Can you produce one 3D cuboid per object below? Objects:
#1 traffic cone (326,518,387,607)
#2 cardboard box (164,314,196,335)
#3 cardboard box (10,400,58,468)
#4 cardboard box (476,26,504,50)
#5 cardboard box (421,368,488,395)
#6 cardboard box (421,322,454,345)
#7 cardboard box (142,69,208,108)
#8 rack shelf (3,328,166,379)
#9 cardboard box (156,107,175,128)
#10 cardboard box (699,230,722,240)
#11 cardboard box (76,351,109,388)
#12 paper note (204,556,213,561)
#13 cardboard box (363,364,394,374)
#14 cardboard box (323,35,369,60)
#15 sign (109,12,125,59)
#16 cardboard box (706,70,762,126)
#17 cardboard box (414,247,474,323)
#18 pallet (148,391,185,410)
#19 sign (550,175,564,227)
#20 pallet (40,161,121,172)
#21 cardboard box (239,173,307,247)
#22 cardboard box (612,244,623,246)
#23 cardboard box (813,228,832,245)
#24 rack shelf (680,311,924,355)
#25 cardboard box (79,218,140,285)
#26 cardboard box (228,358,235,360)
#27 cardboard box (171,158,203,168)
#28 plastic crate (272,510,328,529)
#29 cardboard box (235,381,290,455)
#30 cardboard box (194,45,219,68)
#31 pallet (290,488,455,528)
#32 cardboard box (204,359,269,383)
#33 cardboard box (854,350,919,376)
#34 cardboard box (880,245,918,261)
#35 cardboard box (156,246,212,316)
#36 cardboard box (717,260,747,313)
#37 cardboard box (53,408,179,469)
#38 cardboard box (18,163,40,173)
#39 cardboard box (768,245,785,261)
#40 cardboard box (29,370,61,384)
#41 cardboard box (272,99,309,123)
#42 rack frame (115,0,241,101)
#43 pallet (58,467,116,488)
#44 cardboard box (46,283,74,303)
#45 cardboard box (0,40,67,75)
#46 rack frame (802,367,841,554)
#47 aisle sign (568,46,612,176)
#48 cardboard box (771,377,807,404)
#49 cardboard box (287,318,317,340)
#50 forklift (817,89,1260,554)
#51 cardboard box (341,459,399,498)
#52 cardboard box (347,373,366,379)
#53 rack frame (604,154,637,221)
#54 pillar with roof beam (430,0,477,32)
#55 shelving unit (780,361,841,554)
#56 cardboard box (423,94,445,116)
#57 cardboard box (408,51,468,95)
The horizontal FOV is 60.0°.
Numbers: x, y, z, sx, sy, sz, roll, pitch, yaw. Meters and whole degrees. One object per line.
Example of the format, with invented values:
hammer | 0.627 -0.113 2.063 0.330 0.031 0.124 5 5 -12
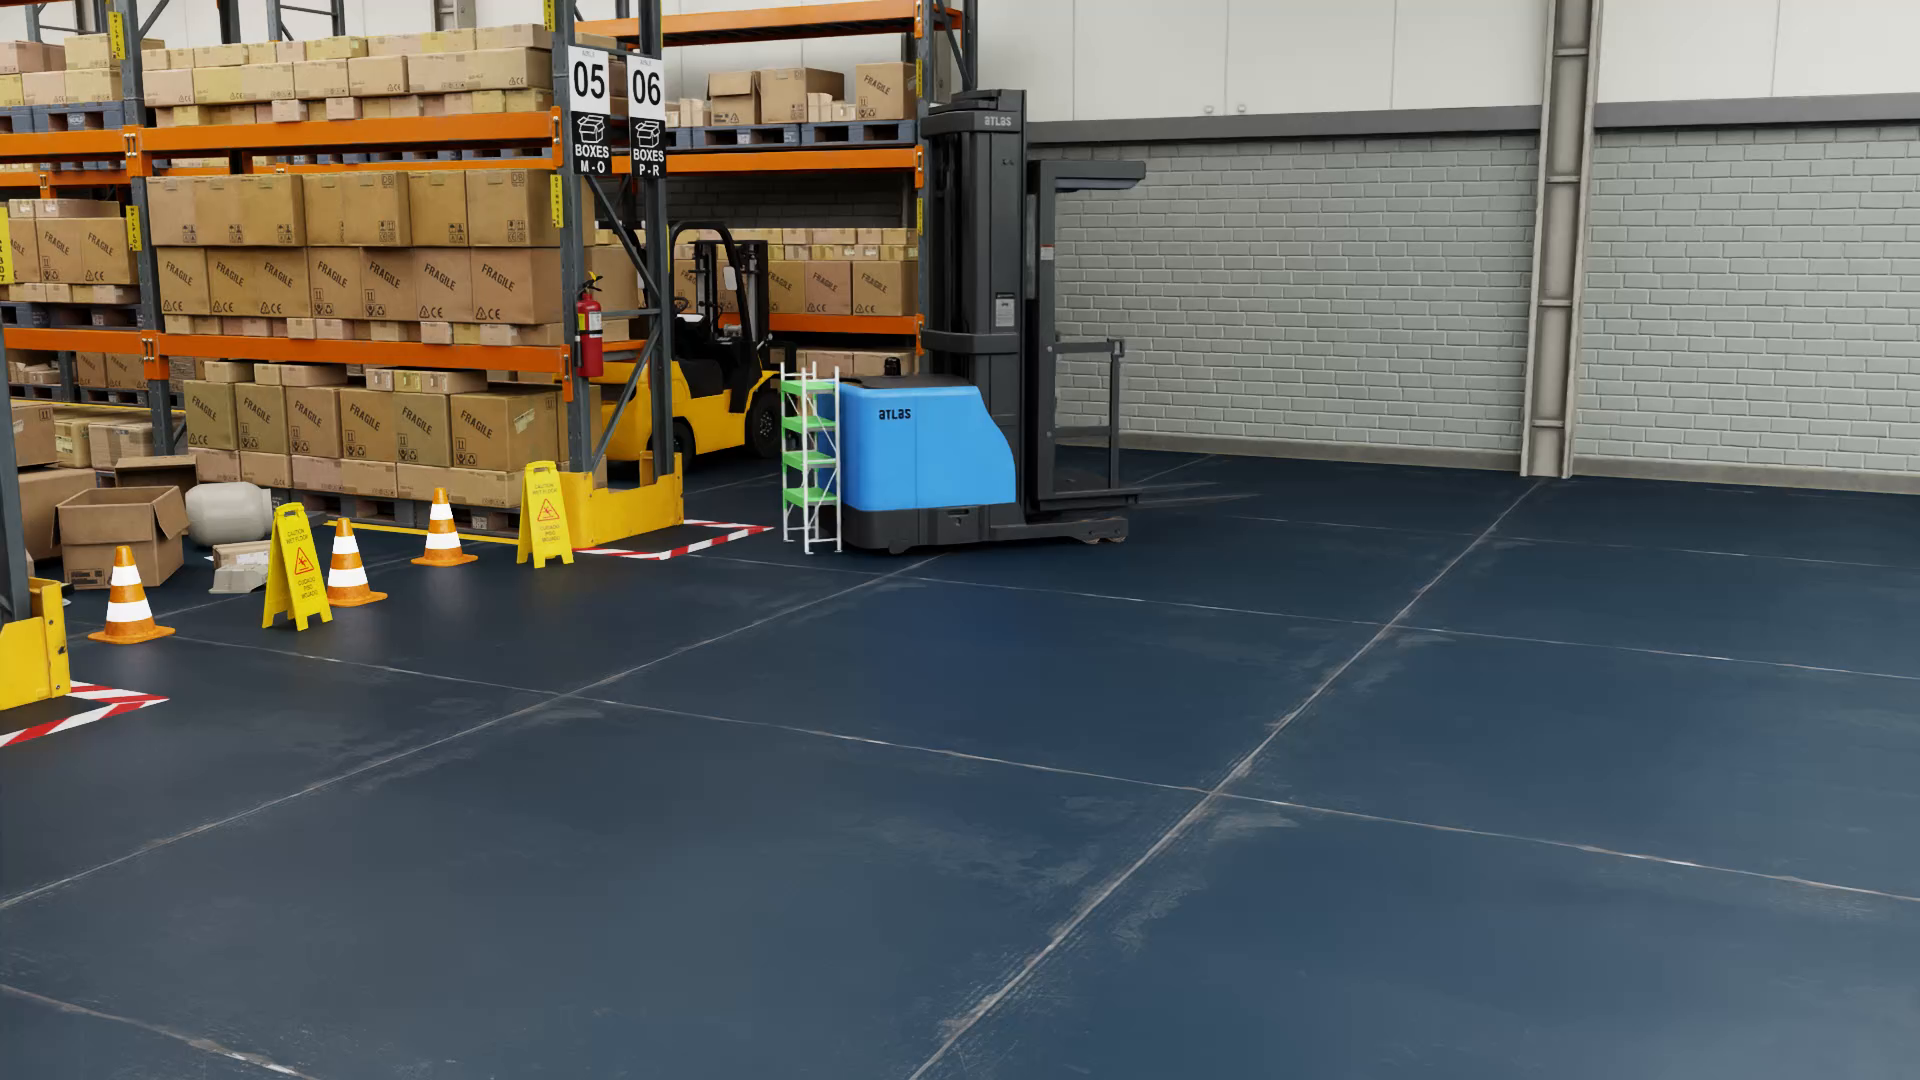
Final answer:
traffic cone | -3.442 0.108 9.336 0.334 0.463 0.336 5 11 26
cardboard box | -5.746 -1.632 12.532 0.250 0.149 0.380 5 11 26
cardboard box | -6.647 -0.688 11.501 0.500 0.500 0.500 5 11 26
cardboard box | -2.948 -3.268 10.905 0.250 0.149 0.380 5 12 27
cardboard box | -3.492 -1.098 11.490 0.250 0.149 0.380 5 12 27
cardboard box | -3.470 -1.430 11.413 0.250 0.149 0.380 5 12 27
cardboard box | -5.613 -3.302 12.216 0.500 0.250 0.500 5 11 25
rack shelf | -7.680 -1.636 13.865 4.000 0.370 1.077 5 11 26
cardboard box | -5.714 -3.120 12.329 0.250 0.149 0.380 5 11 25
cardboard box | -2.349 -2.978 16.327 0.250 0.149 0.380 5 11 26
cardboard box | -10.534 -2.158 20.571 0.500 0.500 0.500 6 12 28
paper note | -4.723 0.102 10.611 0.148 0.019 0.142 -10 14 -43
cardboard box | -6.138 -1.877 18.666 0.625 0.625 0.875 5 12 28
cardboard box | -4.123 -3.357 11.397 0.250 0.149 0.380 5 12 27
sign | -6.129 -3.667 12.090 0.005 0.325 0.100 5 11 26
cardboard box | -1.993 -4.237 16.048 0.637 0.503 0.797 5 12 28
cardboard box | -3.355 -1.751 11.368 0.500 0.500 0.500 5 11 26
pallet | -9.023 -1.729 20.192 1.213 0.211 1.003 5 11 26
sign | -2.563 -2.155 10.576 0.005 0.325 0.100 5 11 26
pallet | -10.314 -4.576 20.199 1.003 0.211 1.213 5 11 26
cardboard box | -4.701 -2.363 11.938 0.500 0.500 0.700 5 11 25
cardboard box | -3.291 -2.906 16.763 0.250 0.149 0.380 5 12 27
cardboard box | -1.193 -2.881 15.791 0.250 0.149 0.380 5 11 26
rack shelf | -1.900 -2.113 16.505 4.000 0.370 1.077 5 11 26
cardboard box | -6.402 -2.234 12.856 0.500 0.500 0.500 5 11 25
cardboard box | -8.199 -1.957 19.460 0.500 0.500 0.500 5 11 25
cardboard box | -8.748 -4.423 19.245 0.500 0.250 0.500 5 11 26
plastic crate | -4.841 -0.141 11.783 0.583 0.080 0.402 1 10 6
cardboard box | -4.991 -0.925 12.353 0.500 0.500 0.500 6 12 28
cardboard box | -5.269 -3.462 11.979 0.250 0.149 0.380 5 11 24
pallet | -4.170 -0.317 12.387 1.213 0.211 1.003 5 11 26
cardboard box | -5.391 -1.265 12.410 0.250 0.149 0.380 5 11 27
cardboard box | -0.657 -1.642 15.614 0.500 0.250 0.500 5 12 28
cardboard box | -0.541 -2.661 15.407 0.250 0.149 0.380 5 11 27
cardboard box | -5.615 -1.948 12.457 0.500 0.500 0.500 5 11 26
cardboard box | -2.040 -2.476 16.210 0.500 0.500 0.500 5 11 26
cardboard box | -7.004 -0.843 13.663 0.625 0.372 0.950 6 12 29
cardboard box | -11.321 -4.589 20.446 0.250 0.149 0.380 5 11 25
cardboard box | -1.702 -2.758 15.944 0.250 0.149 0.380 5 11 26
cardboard box | -11.497 -2.056 20.995 0.250 0.149 0.380 5 11 24
cardboard box | -4.598 -3.005 11.694 0.250 0.149 0.380 5 11 25
rack frame | -5.886 -4.784 12.396 0.127 3.000 1.000 5 11 26
pallet | -6.585 -0.521 13.516 1.213 0.211 1.003 5 11 26
cardboard box | -6.946 -1.950 13.106 0.250 0.149 0.380 5 11 25
cardboard box | -7.387 -3.789 13.159 0.500 0.250 0.500 5 12 27
rack frame | -0.888 -0.506 10.659 0.240 1.200 0.015 -4 11 -22
aisle sign | -2.372 -2.745 10.674 0.004 0.787 0.394 5 11 26
cardboard box | -1.598 -1.476 16.103 0.500 0.250 0.500 5 11 25
cardboard box | -4.603 -1.530 11.967 0.250 0.149 0.380 5 11 26
forklift | 0.593 -1.496 11.268 3.031 2.935 1.130 -4 11 -22
cardboard box | -4.076 -0.474 11.966 0.500 0.250 0.500 5 11 24
cardboard box | -4.780 -1.011 12.830 0.500 0.500 0.500 5 12 27
rack frame | -3.693 -2.625 17.312 0.127 3.000 1.000 5 11 26
pillar with roof beam | -7.617 -5.246 14.948 0.400 9.000 9.100 5 11 26
shelving unit | -0.979 -0.547 10.882 0.258 1.200 0.503 -4 11 -22
cardboard box | -3.402 -2.924 11.246 0.250 0.149 0.380 5 11 26
cardboard box | -3.322 -3.105 11.125 0.500 0.250 0.500 5 11 25
